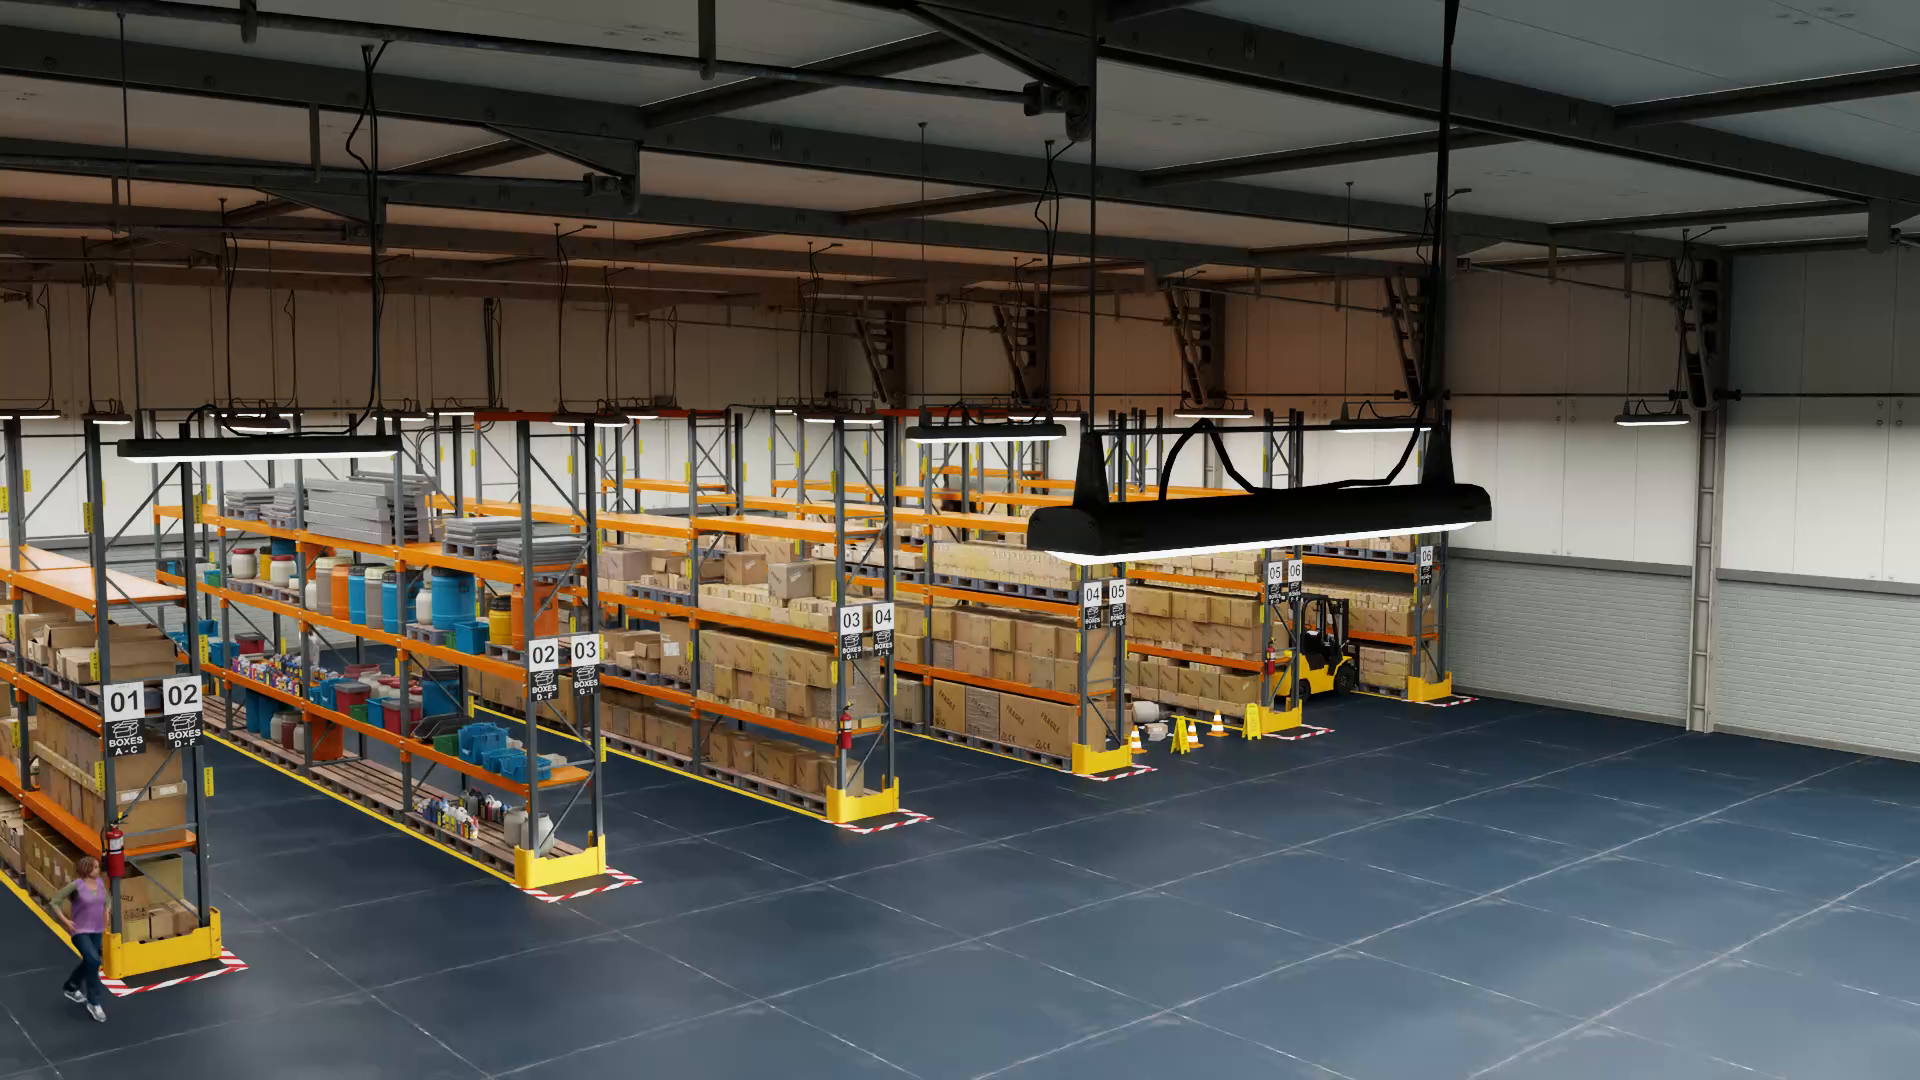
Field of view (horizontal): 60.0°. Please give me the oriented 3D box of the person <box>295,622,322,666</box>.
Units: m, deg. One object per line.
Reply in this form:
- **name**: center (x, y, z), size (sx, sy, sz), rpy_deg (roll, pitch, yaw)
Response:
- **person**: center (-14.542, 2.254, 36.978), size (0.948, 1.722, 0.682), rpy_deg (-4, 6, -36)

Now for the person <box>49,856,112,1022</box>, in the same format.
- **person**: center (-8.940, 4.045, 17.043), size (0.757, 1.615, 0.537), rpy_deg (2, 5, 21)

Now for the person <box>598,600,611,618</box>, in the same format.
- **person**: center (-8.793, 1.846, 41.125), size (0.848, 1.769, 0.718), rpy_deg (-1, 5, -12)
